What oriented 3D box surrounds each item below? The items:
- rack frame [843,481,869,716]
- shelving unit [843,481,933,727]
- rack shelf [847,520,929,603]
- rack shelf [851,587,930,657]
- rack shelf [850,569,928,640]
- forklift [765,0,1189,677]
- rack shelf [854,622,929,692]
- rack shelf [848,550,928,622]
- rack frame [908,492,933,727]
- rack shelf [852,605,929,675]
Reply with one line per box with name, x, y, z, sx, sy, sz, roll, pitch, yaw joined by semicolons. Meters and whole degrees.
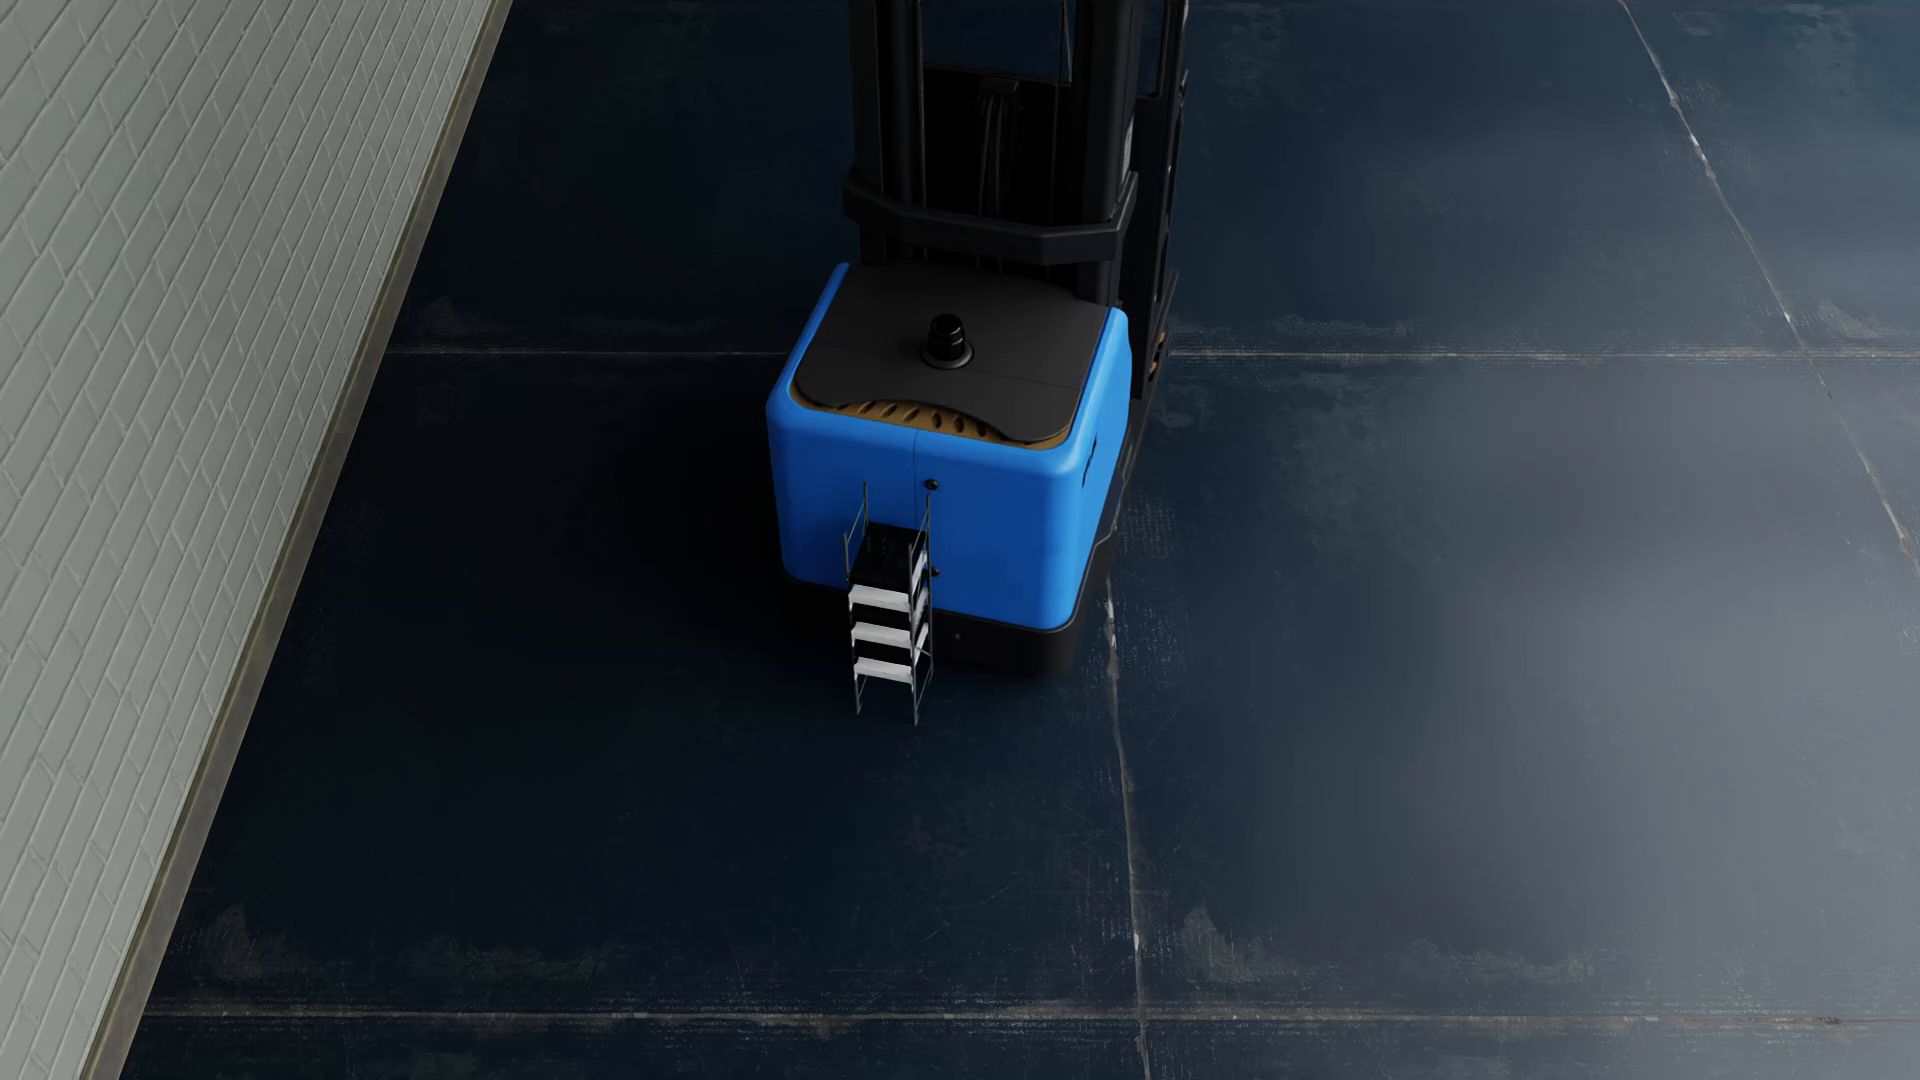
rack frame;-0.323;0.209;5.441;0.006;0.900;0.240;10;48;9
shelving unit;-0.224;0.227;5.424;0.210;0.900;0.258;10;48;9
rack shelf;-0.224;0.065;5.251;0.200;0.077;0.258;10;48;9
rack shelf;-0.224;0.249;5.449;0.200;0.077;0.258;10;48;9
rack shelf;-0.224;0.188;5.383;0.200;0.077;0.258;10;48;9
forklift;0.248;-1.630;5.765;1.130;2.935;3.031;11;48;10
rack shelf;-0.224;0.372;5.580;0.200;0.077;0.258;10;48;9
rack shelf;-0.224;0.127;5.317;0.200;0.077;0.258;10;48;9
rack frame;-0.126;0.244;5.408;0.006;0.900;0.240;10;48;9
rack shelf;-0.224;0.311;5.515;0.200;0.077;0.258;10;48;9
